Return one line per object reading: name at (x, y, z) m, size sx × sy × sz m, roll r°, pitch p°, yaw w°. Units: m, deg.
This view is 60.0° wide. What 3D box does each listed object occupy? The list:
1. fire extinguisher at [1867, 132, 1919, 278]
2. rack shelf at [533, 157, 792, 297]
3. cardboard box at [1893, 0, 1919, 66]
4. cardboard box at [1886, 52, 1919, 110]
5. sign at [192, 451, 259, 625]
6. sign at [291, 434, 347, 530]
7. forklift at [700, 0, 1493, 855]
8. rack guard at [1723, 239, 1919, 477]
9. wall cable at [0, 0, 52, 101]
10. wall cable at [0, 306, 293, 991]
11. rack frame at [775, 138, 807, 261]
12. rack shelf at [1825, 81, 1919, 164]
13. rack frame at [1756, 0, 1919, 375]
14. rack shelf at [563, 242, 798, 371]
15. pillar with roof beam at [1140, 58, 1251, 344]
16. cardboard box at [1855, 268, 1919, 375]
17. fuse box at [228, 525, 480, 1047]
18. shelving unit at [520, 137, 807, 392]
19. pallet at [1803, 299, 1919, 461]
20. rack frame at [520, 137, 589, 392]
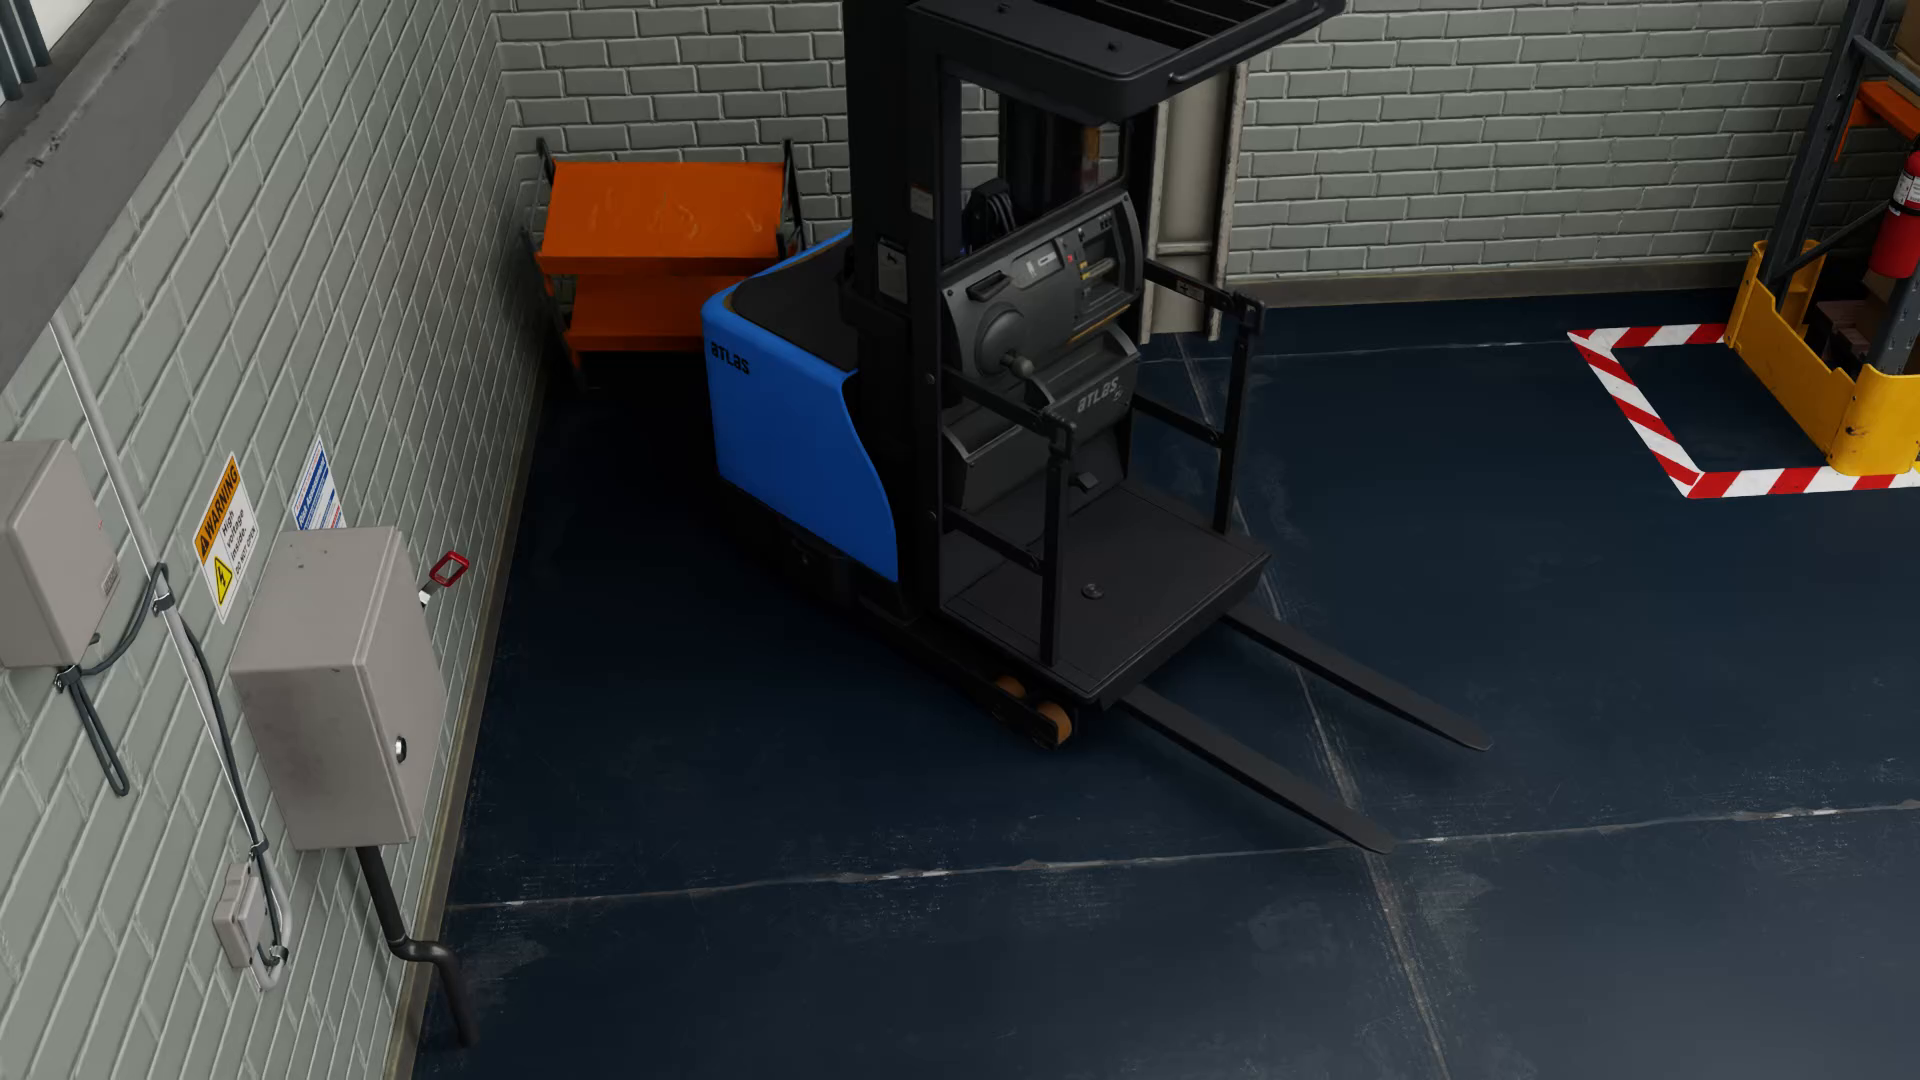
fire extinguisher at (3.691, -1.341, 6.392) m, size 0.183 × 0.674 × 0.296 m, roll -3°, pitch 38°, yaw -4°
rack shelf at (-1.217, -1.304, 6.943) m, size 1.000 × 0.278 × 0.538 m, roll 1°, pitch 61°, yaw 1°
cardboard box at (4.231, -2.058, 6.818) m, size 0.500 × 0.250 × 0.500 m, roll -2°, pitch 38°, yaw -3°
cardboard box at (4.103, -1.896, 6.935) m, size 0.250 × 0.149 × 0.380 m, roll -4°, pitch 38°, yaw -4°
sign at (-1.617, -0.008, 3.672) m, size 0.001 × 0.242 × 0.339 m, roll -3°, pitch 38°, yaw -4°
sign at (-1.666, 0.015, 4.386) m, size 0.001 × 0.494 × 0.329 m, roll -3°, pitch 38°, yaw -4°
forklift at (0.443, -0.789, 5.384) m, size 3.031 × 2.935 × 1.130 m, roll 30°, pitch 47°, yaw 32°
rack guard at (3.872, -0.834, 7.403) m, size 0.348 × 0.500 × 1.175 m, roll -3°, pitch 38°, yaw -4°
wall cable at (-1.674, -2.818, 3.026) m, size 0.133 × 3.039 × 2.988 m, roll -3°, pitch 38°, yaw -4°
wall cable at (-1.512, 0.302, 3.126) m, size 0.122 × 1.984 × 0.588 m, roll -3°, pitch 38°, yaw -4°
rack frame at (-0.706, -1.157, 7.190) m, size 0.032 × 1.125 × 0.500 m, roll 1°, pitch 61°, yaw 1°
rack shelf at (5.788, -1.638, 6.986) m, size 4.000 × 0.370 × 1.077 m, roll -3°, pitch 38°, yaw -4°
rack frame at (3.796, -1.811, 6.624) m, size 0.127 × 3.000 × 1.000 m, roll -3°, pitch 38°, yaw -4°
rack shelf at (-1.211, -1.043, 7.412) m, size 1.000 × 0.278 × 0.538 m, roll 1°, pitch 61°, yaw 1°
pillar with roof beam at (1.412, -1.918, 1.916) m, size 0.400 × 9.000 × 9.100 m, roll -3°, pitch 38°, yaw -4°
cardboard box at (4.414, -0.971, 7.235) m, size 0.637 × 0.503 × 0.797 m, roll -5°, pitch 39°, yaw -6°
fuse box at (-1.416, 0.777, 4.384) m, size 0.414 × 1.711 × 0.539 m, roll -3°, pitch 38°, yaw -4°
shelving unit at (-1.214, -1.162, 7.199) m, size 1.048 × 1.125 × 0.538 m, roll 1°, pitch 61°, yaw 1°
pallet at (4.666, -0.765, 7.549) m, size 1.213 × 0.211 × 1.003 m, roll -3°, pitch 38°, yaw -4°
rack frame at (-1.722, -1.167, 7.208) m, size 0.032 × 1.125 × 0.500 m, roll 1°, pitch 61°, yaw 1°
